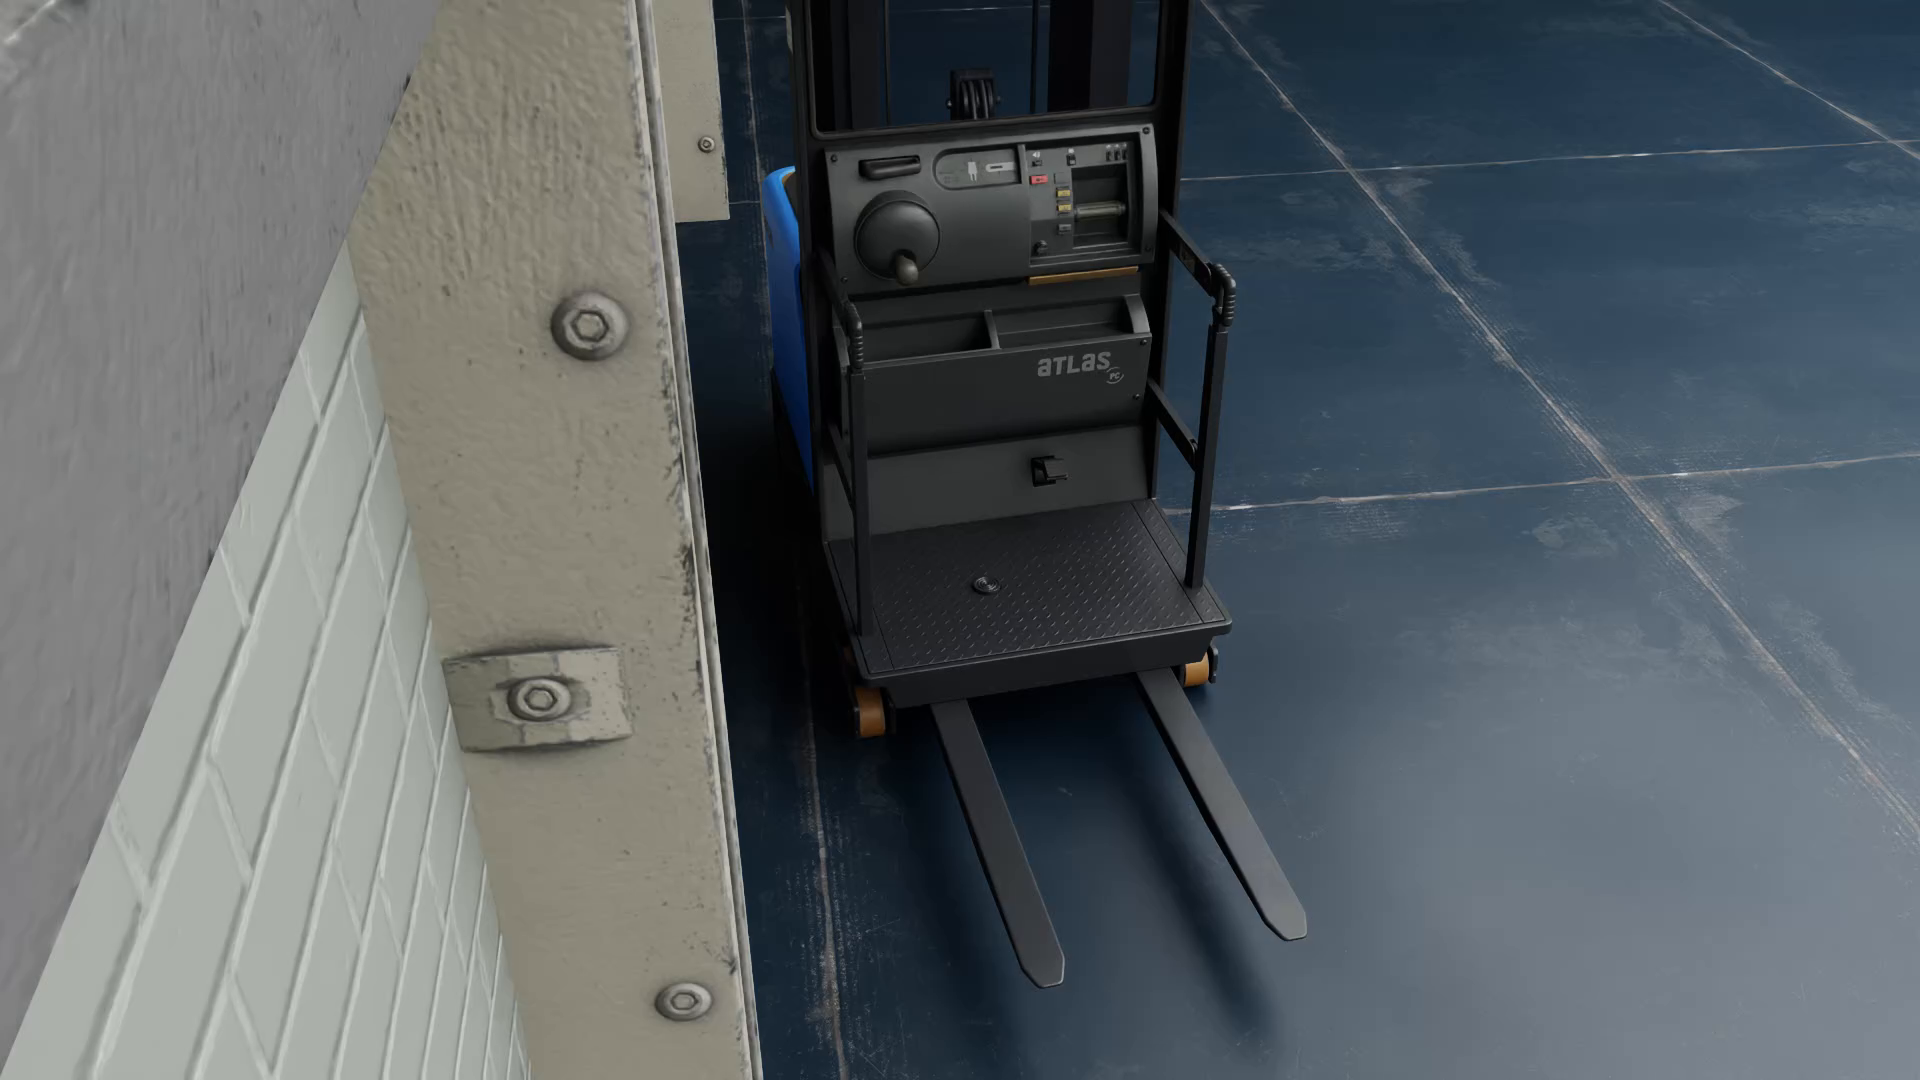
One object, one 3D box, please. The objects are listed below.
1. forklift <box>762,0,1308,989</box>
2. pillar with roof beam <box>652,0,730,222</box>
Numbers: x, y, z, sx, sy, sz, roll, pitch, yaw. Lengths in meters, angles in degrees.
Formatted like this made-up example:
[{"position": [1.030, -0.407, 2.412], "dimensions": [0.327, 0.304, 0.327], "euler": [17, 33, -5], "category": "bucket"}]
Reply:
[{"position": [0.149, -0.866, 4.418], "dimensions": [1.130, 2.935, 3.031], "euler": [-8, 35, -11], "category": "forklift"}, {"position": [2.975, -5.690, 6.108], "dimensions": [9.100, 9.000, 0.400], "euler": [-4, 35, -6], "category": "pillar with roof beam"}]
